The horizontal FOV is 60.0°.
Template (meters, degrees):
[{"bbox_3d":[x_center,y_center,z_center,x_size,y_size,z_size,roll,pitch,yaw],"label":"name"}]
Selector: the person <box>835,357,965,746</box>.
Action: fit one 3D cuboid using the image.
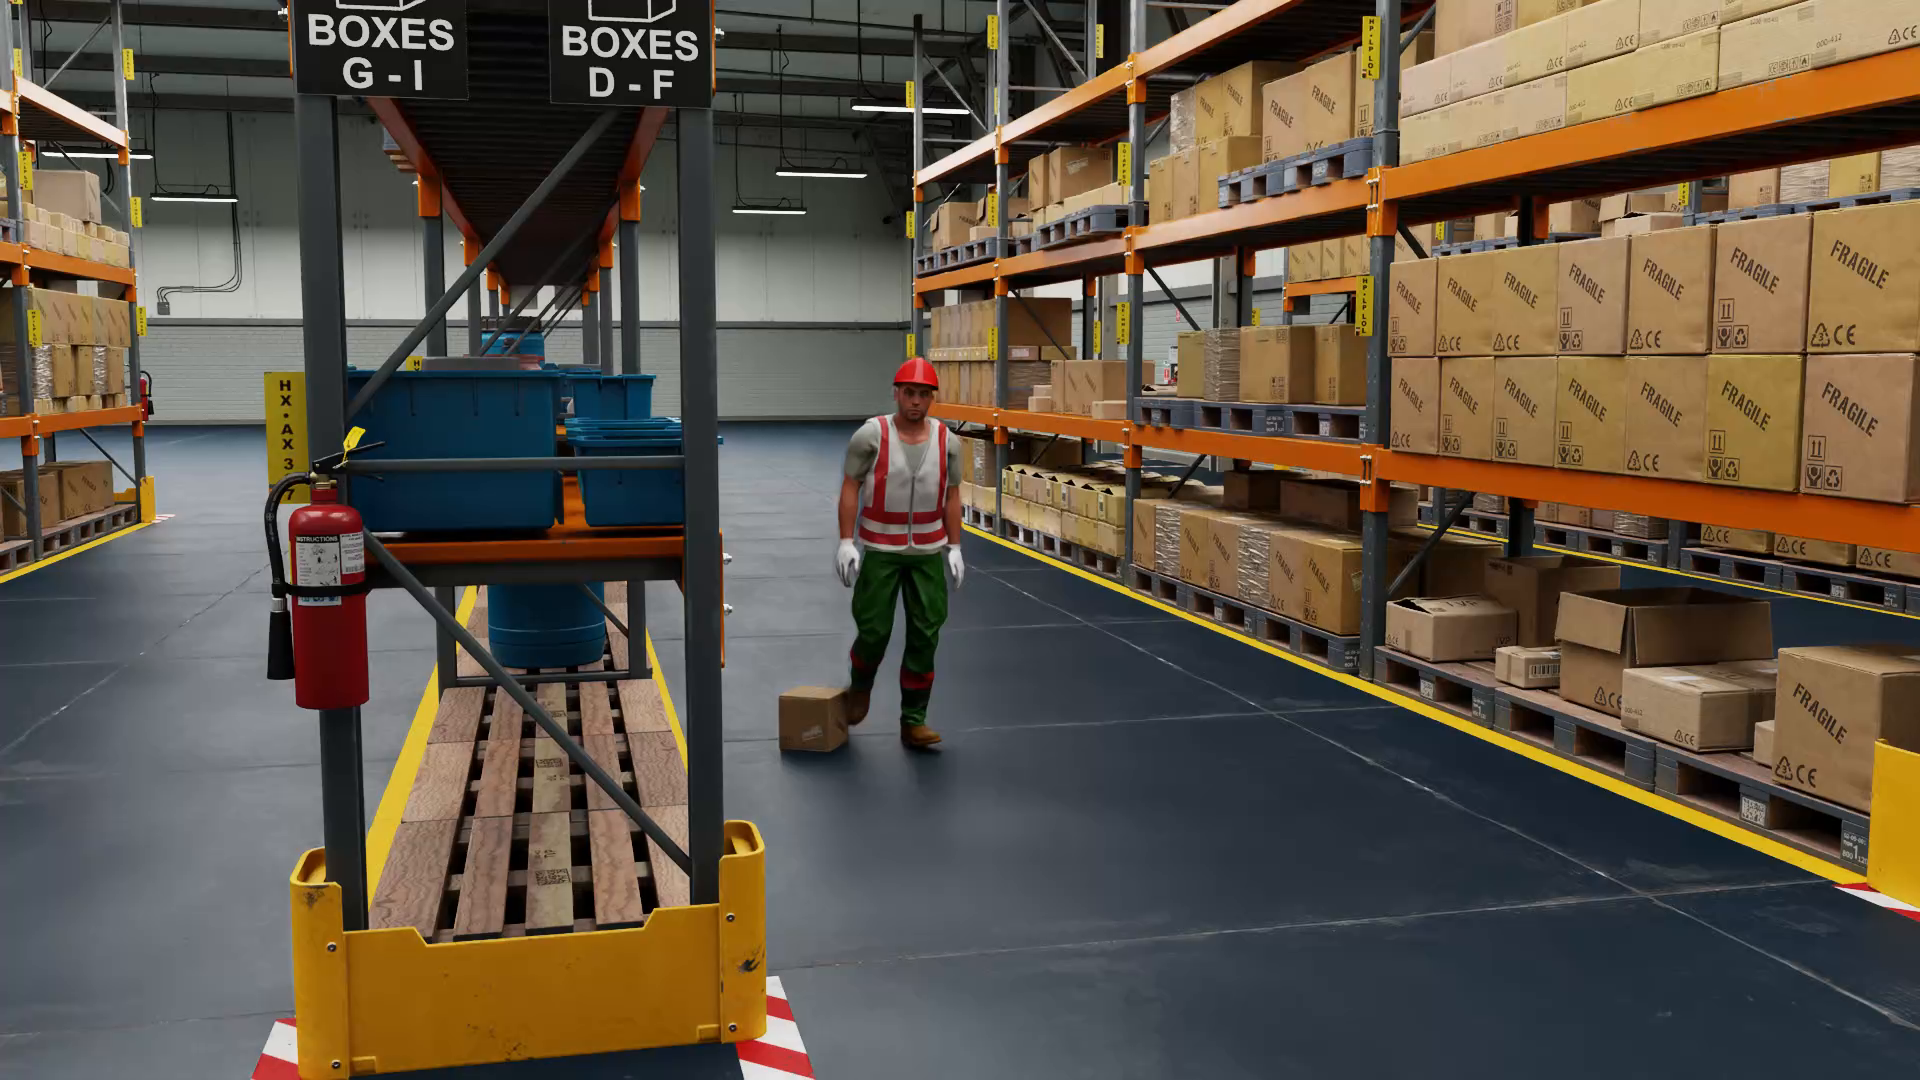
[{"bbox_3d":[-0.291,0.054,7.634,0.601,1.776,0.665,-2,6,-17],"label":"person"}]
